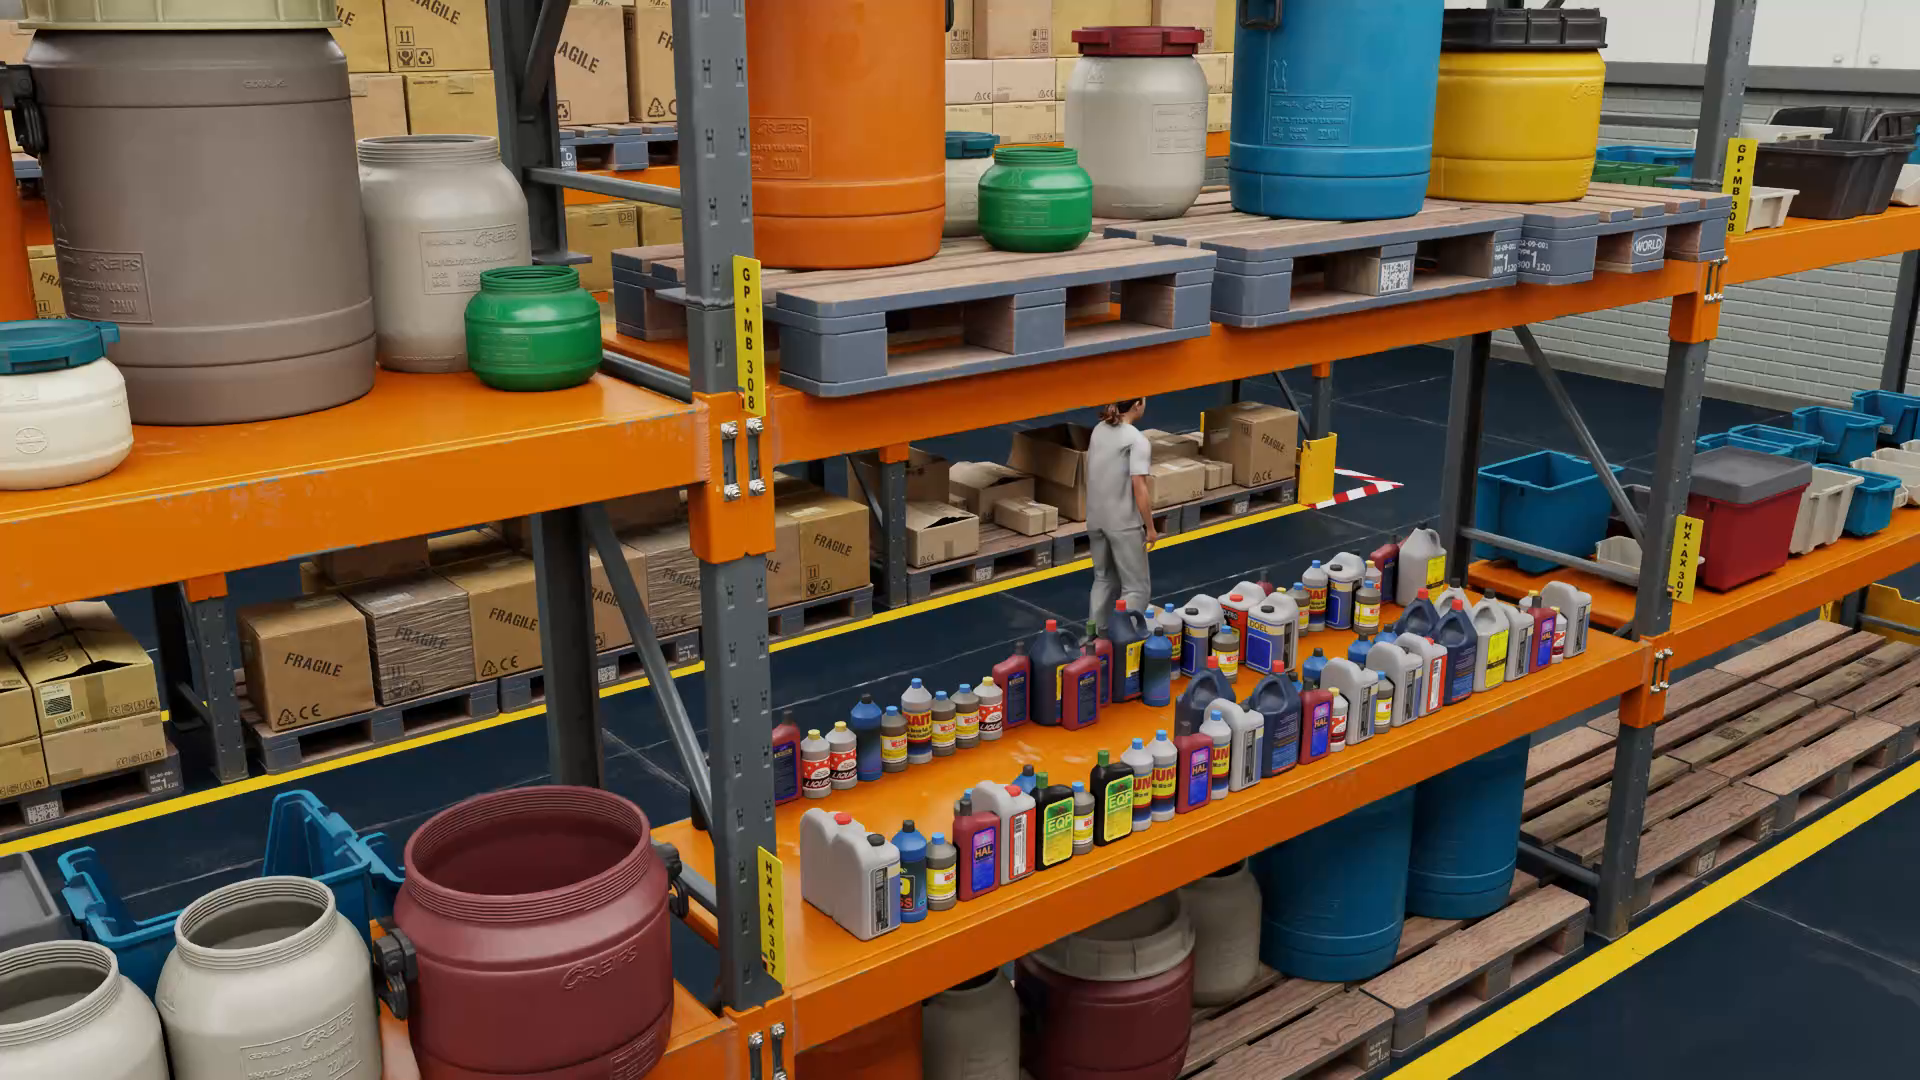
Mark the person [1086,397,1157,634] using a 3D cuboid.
[{"bbox_3d":[0.898,-0.088,9.328,0.357,1.673,0.486,-13,22,-36],"label":"person"}]
